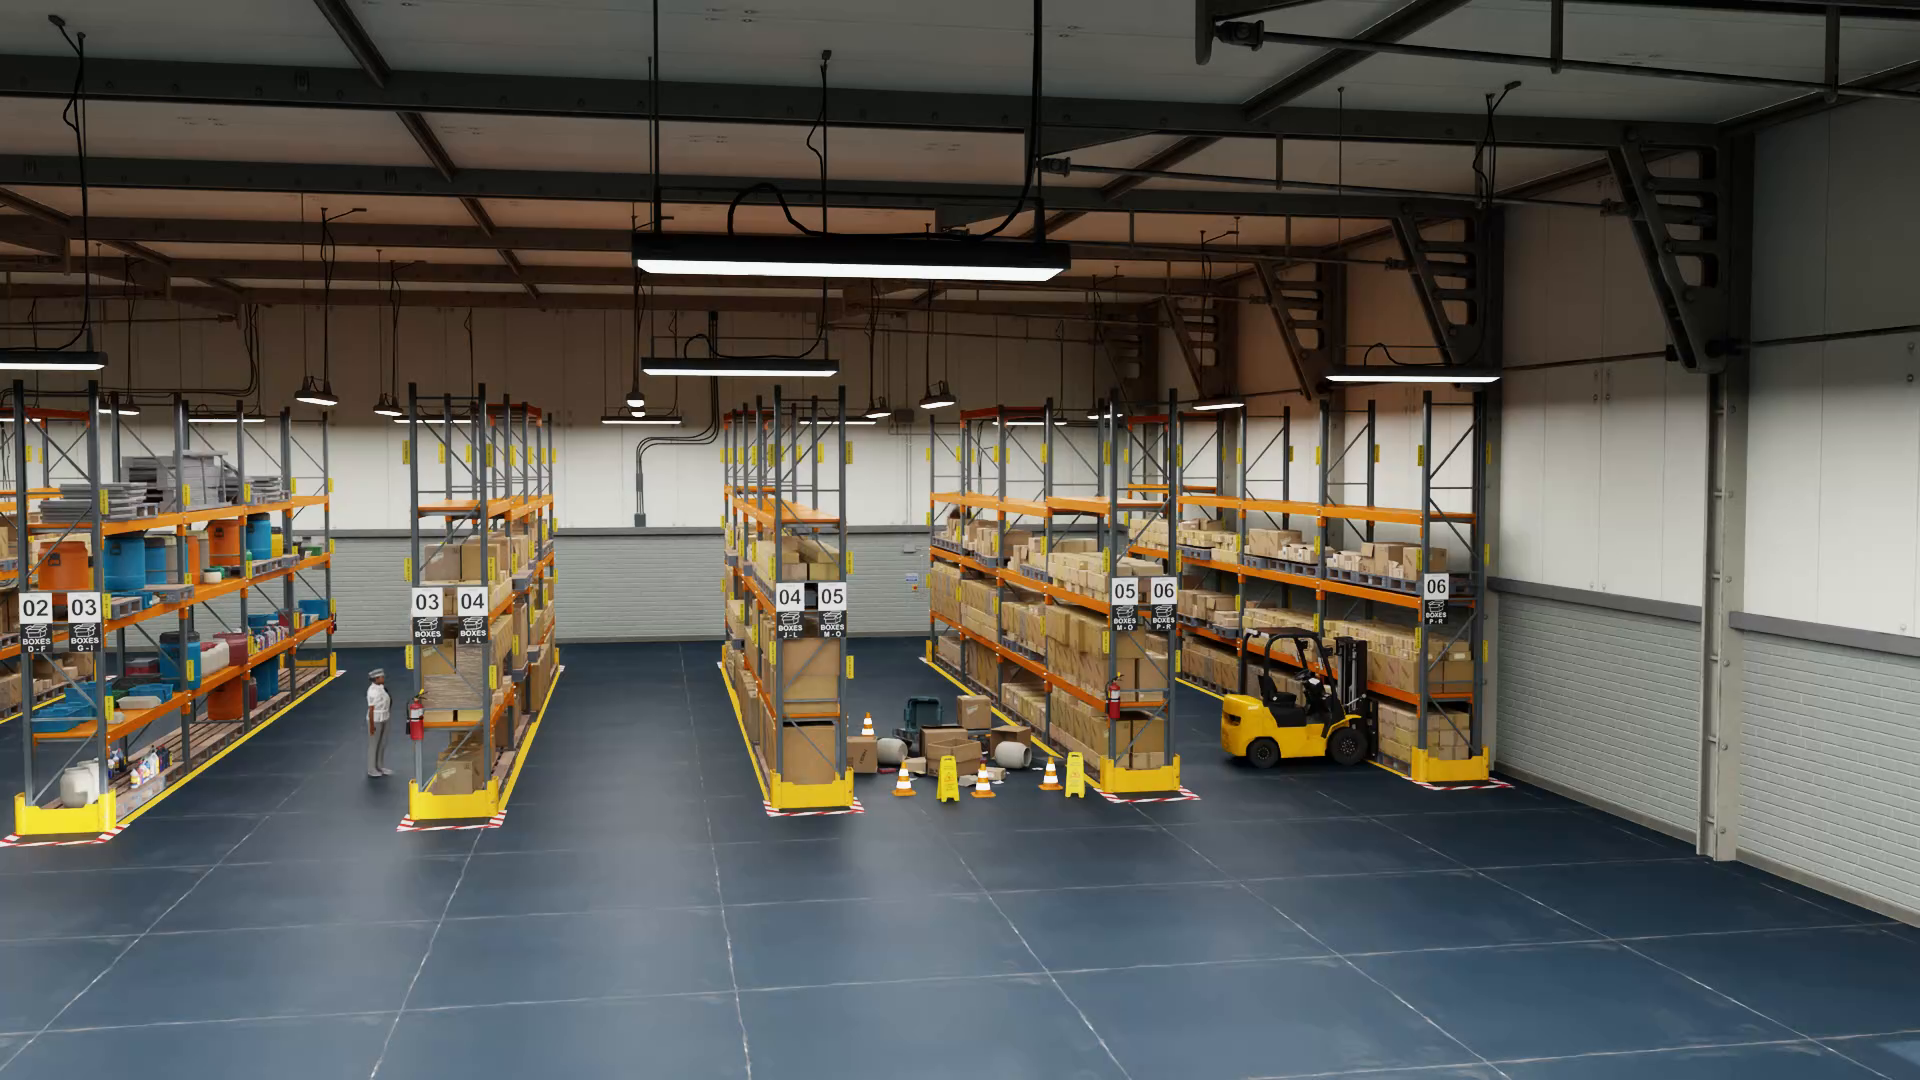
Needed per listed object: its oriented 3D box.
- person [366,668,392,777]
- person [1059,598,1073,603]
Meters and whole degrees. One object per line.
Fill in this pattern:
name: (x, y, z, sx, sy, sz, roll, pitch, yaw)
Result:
person: (-9.091, 2.842, 26.012, 0.350, 1.695, 0.558, 0, 3, 4)
person: (2.925, 1.837, 44.820, 0.635, 1.762, 0.578, -1, 3, -27)
